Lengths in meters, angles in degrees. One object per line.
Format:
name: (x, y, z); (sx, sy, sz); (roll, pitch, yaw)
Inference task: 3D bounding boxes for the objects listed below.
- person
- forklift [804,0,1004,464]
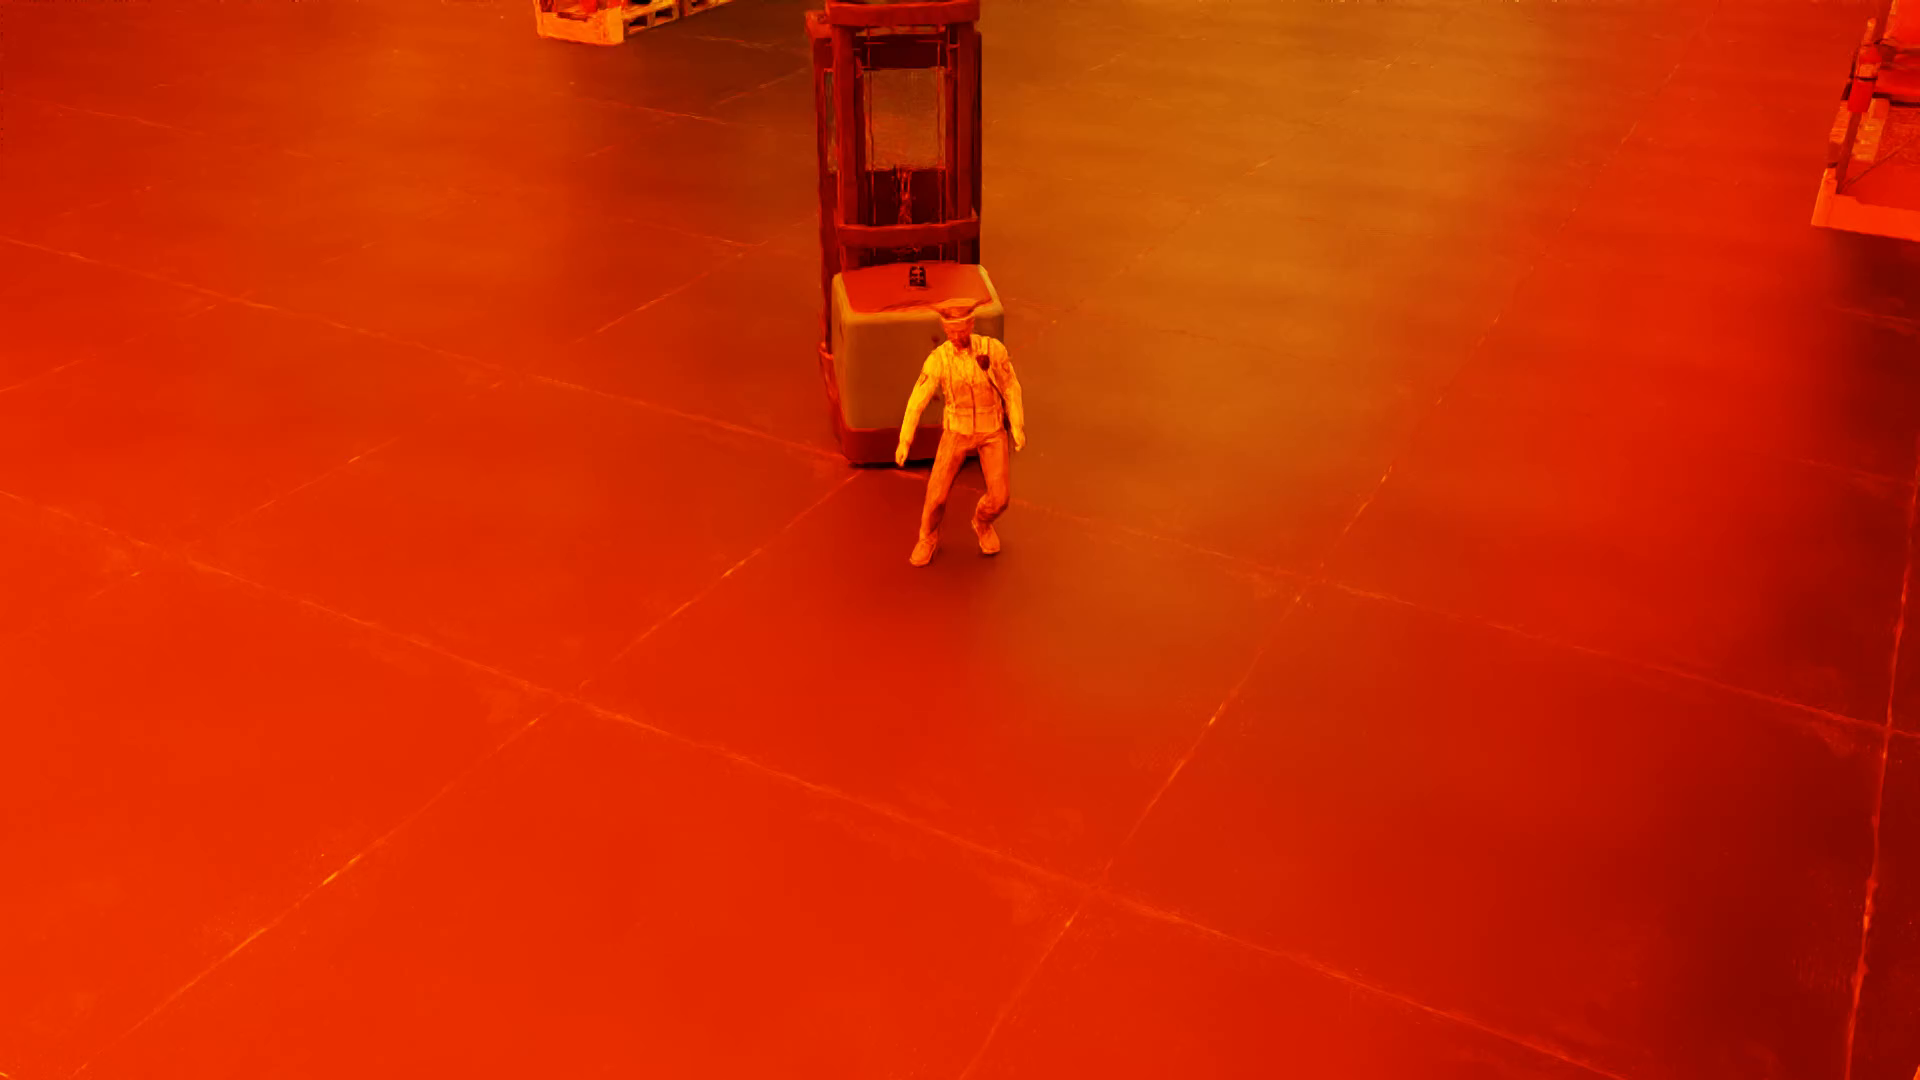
person: (0.001, -0.606, 9.470); (0.740, 1.578, 0.429); (-1, 30, -1)
forklift: (-0.442, -2.479, 11.367); (1.130, 2.935, 3.031); (-4, 30, -8)
